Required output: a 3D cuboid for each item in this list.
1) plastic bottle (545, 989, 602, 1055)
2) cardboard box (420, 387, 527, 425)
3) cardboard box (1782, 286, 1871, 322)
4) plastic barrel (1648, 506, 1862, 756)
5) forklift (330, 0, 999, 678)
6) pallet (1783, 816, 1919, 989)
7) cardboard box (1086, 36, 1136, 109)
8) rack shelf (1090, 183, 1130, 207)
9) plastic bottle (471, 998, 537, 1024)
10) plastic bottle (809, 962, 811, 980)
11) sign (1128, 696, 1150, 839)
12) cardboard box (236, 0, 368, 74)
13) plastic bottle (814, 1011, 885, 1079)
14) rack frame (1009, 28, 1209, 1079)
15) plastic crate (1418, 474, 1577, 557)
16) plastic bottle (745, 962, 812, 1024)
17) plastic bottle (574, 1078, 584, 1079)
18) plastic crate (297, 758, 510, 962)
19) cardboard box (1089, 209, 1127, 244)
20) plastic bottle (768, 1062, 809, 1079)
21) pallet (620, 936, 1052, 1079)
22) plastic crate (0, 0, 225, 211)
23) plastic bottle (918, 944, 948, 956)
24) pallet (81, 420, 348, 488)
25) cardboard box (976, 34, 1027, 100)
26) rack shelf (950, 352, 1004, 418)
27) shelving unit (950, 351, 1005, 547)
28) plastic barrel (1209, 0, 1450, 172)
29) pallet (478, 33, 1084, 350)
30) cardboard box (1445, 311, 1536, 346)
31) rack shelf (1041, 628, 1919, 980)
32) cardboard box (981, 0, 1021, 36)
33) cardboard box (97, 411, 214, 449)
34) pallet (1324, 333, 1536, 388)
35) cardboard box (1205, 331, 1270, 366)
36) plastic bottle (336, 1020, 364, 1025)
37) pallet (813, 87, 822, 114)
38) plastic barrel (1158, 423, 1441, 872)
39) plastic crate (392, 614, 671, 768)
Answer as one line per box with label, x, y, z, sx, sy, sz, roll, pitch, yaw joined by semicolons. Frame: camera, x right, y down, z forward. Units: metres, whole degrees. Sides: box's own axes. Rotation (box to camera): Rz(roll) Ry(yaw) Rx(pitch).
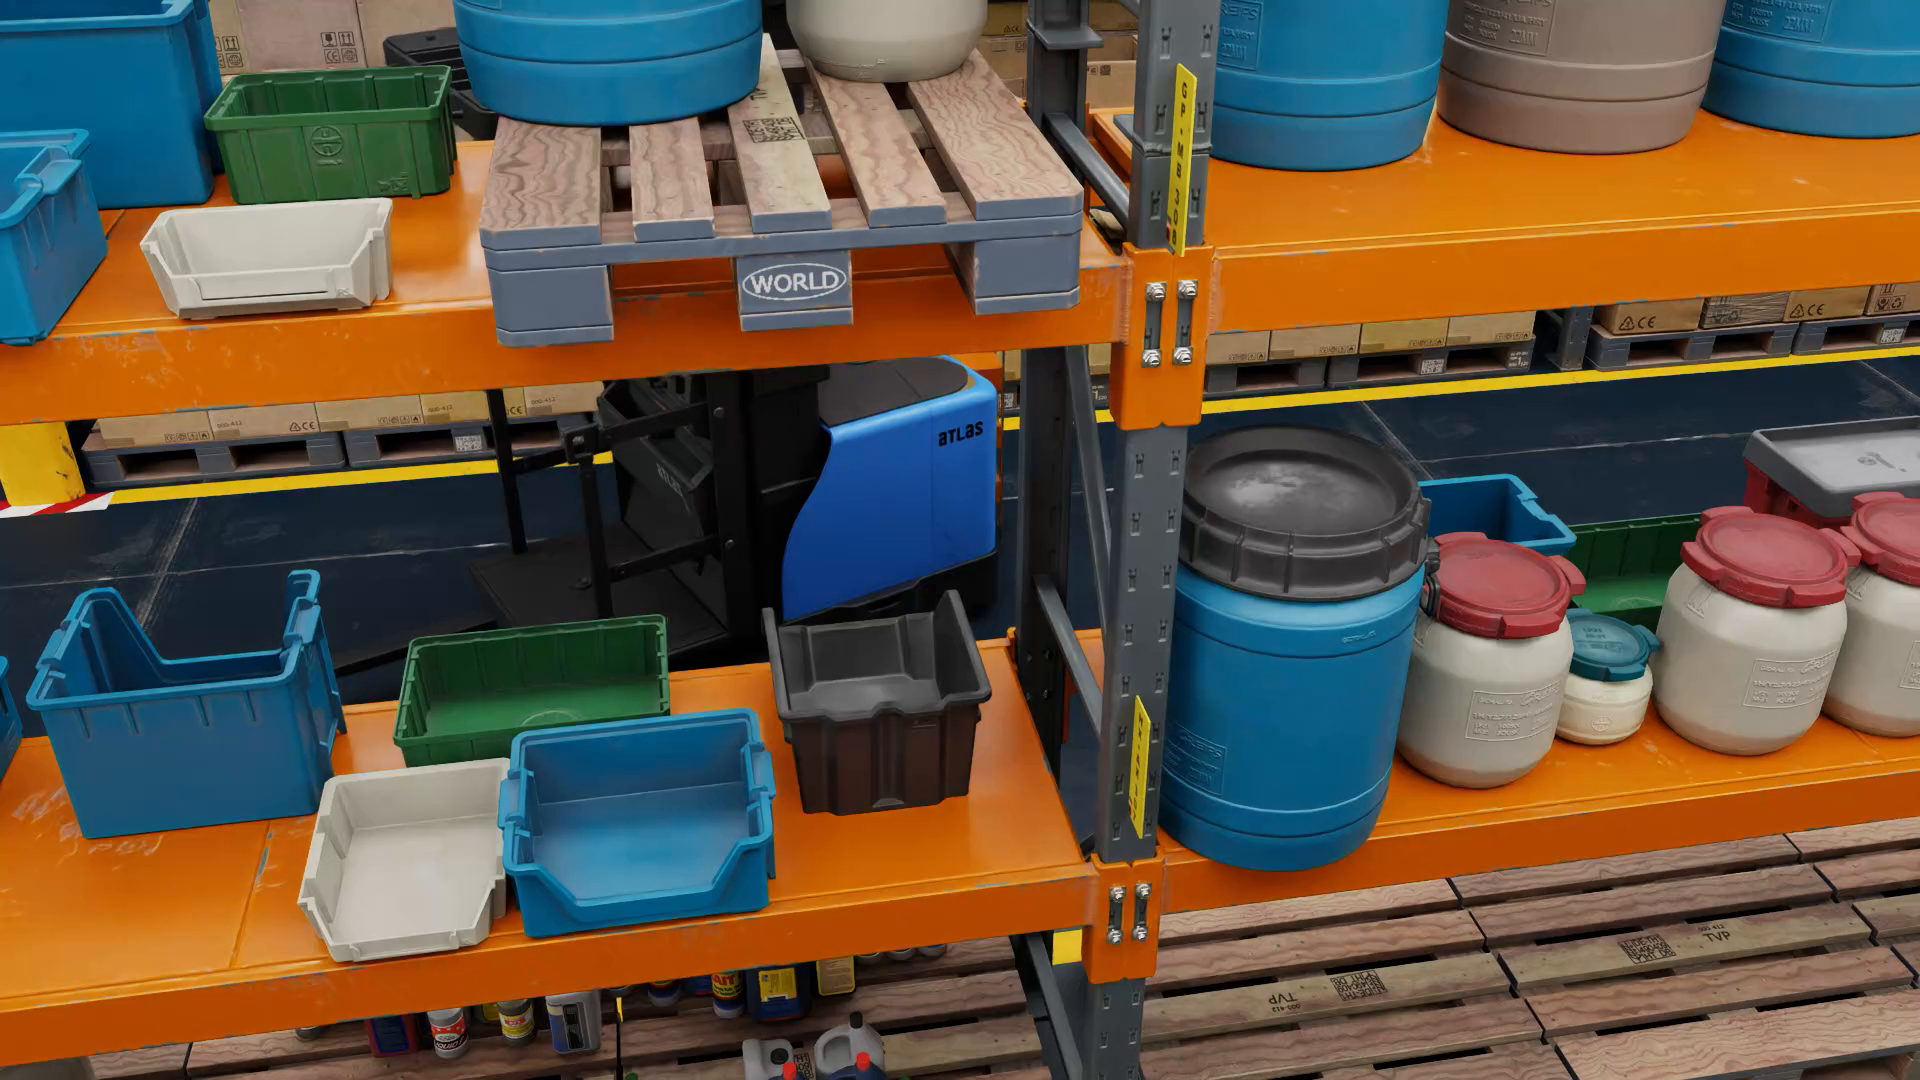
plastic bottle;-1.115;1.325;4.790;0.135;0.276;0.152;-5;31;-9
cardboard box;-2.474;-0.828;8.498;0.500;0.250;0.500;-5;31;-9
cardboard box;4.860;-1.594;9.534;0.500;0.500;0.500;-6;31;-10
plastic barrel;2.008;0.243;4.244;0.433;0.535;0.433;0;30;0
forklift;-1.352;-0.764;6.157;3.031;2.935;1.130;-18;35;-28
pallet;3.472;1.235;5.442;1.213;0.211;1.003;-5;31;-9
cardboard box;0.694;-2.277;8.564;0.500;0.500;0.500;-3;31;-5
rack shelf;1.385;-1.996;8.895;4.000;0.370;1.077;-5;31;-9
plastic bottle;-1.349;1.238;4.864;0.185;0.351;0.144;-4;31;-7
plastic bottle;-0.399;1.184;5.029;0.135;0.276;0.152;-4;31;-7
sign;0.394;0.502;3.663;0.005;0.325;0.100;-5;31;-9
cardboard box;-2.991;-2.499;7.662;0.500;0.500;0.700;-5;31;-9
plastic bottle;-0.301;1.429;4.540;0.185;0.351;0.144;-5;31;-9
rack frame;0.306;0.346;4.202;0.127;3.000;1.000;-5;31;-9
plastic crate;1.335;0.097;4.641;0.575;0.384;0.392;-5;31;-9
plastic bottle;-0.537;1.237;4.866;0.185;0.351;0.144;-5;31;-9
plastic bottle;-0.962;1.537;4.423;0.133;0.283;0.061;-5;31;-9
plastic crate;-1.246;0.734;3.802;0.437;0.136;0.530;-5;31;-9
cardboard box;0.766;-1.636;9.318;0.500;0.311;0.500;-5;31;-9
plastic bottle;-0.464;1.519;4.388;0.185;0.351;0.144;-7;31;-11
pallet;-0.362;1.589;4.840;1.213;0.211;1.003;-5;31;-9
plastic crate;-1.807;-0.899;3.376;0.575;0.384;0.392;-5;31;-9
plastic bottle;-0.086;1.143;5.104;0.097;0.271;0.097;0;30;0
pallet;-3.772;-0.647;8.642;1.213;0.211;1.003;-5;31;-9
cardboard box;0.251;-3.879;13.420;0.500;0.500;0.700;-5;31;-8
rack shelf;0.053;-0.693;7.354;0.240;0.259;0.215;-5;31;-9
shelving unit;0.053;-0.457;7.492;0.252;1.050;0.215;-5;31;-9
plastic barrel;0.767;-1.317;3.577;0.708;0.901;0.600;-5;31;-9
pallet;-0.386;-0.751;3.294;1.003;0.211;1.213;-5;31;-9
cardboard box;2.879;-1.315;9.325;0.500;0.250;0.500;-5;31;-8
rack shelf;2.273;0.474;4.695;4.000;0.370;1.077;-5;31;-9
cardboard box;0.186;-4.195;13.218;0.500;0.250;0.500;-6;31;-10
cardboard box;-3.949;-0.692;8.266;0.500;0.250;0.500;-5;31;-9
pallet;2.535;-1.231;9.636;1.213;0.211;1.003;-5;31;-9
cardboard box;1.371;-1.173;9.085;0.500;0.250;0.500;-5;31;-8
plastic bottle;-1.789;1.287;4.848;0.133;0.283;0.061;-5;31;-8
pallet;-0.713;-3.463;13.431;1.213;0.211;1.003;-5;31;-9
plastic barrel;0.741;0.246;3.878;0.708;0.901;0.600;-5;31;-9
plastic crate;-1.080;0.421;4.284;0.662;0.188;0.450;-5;31;-9
